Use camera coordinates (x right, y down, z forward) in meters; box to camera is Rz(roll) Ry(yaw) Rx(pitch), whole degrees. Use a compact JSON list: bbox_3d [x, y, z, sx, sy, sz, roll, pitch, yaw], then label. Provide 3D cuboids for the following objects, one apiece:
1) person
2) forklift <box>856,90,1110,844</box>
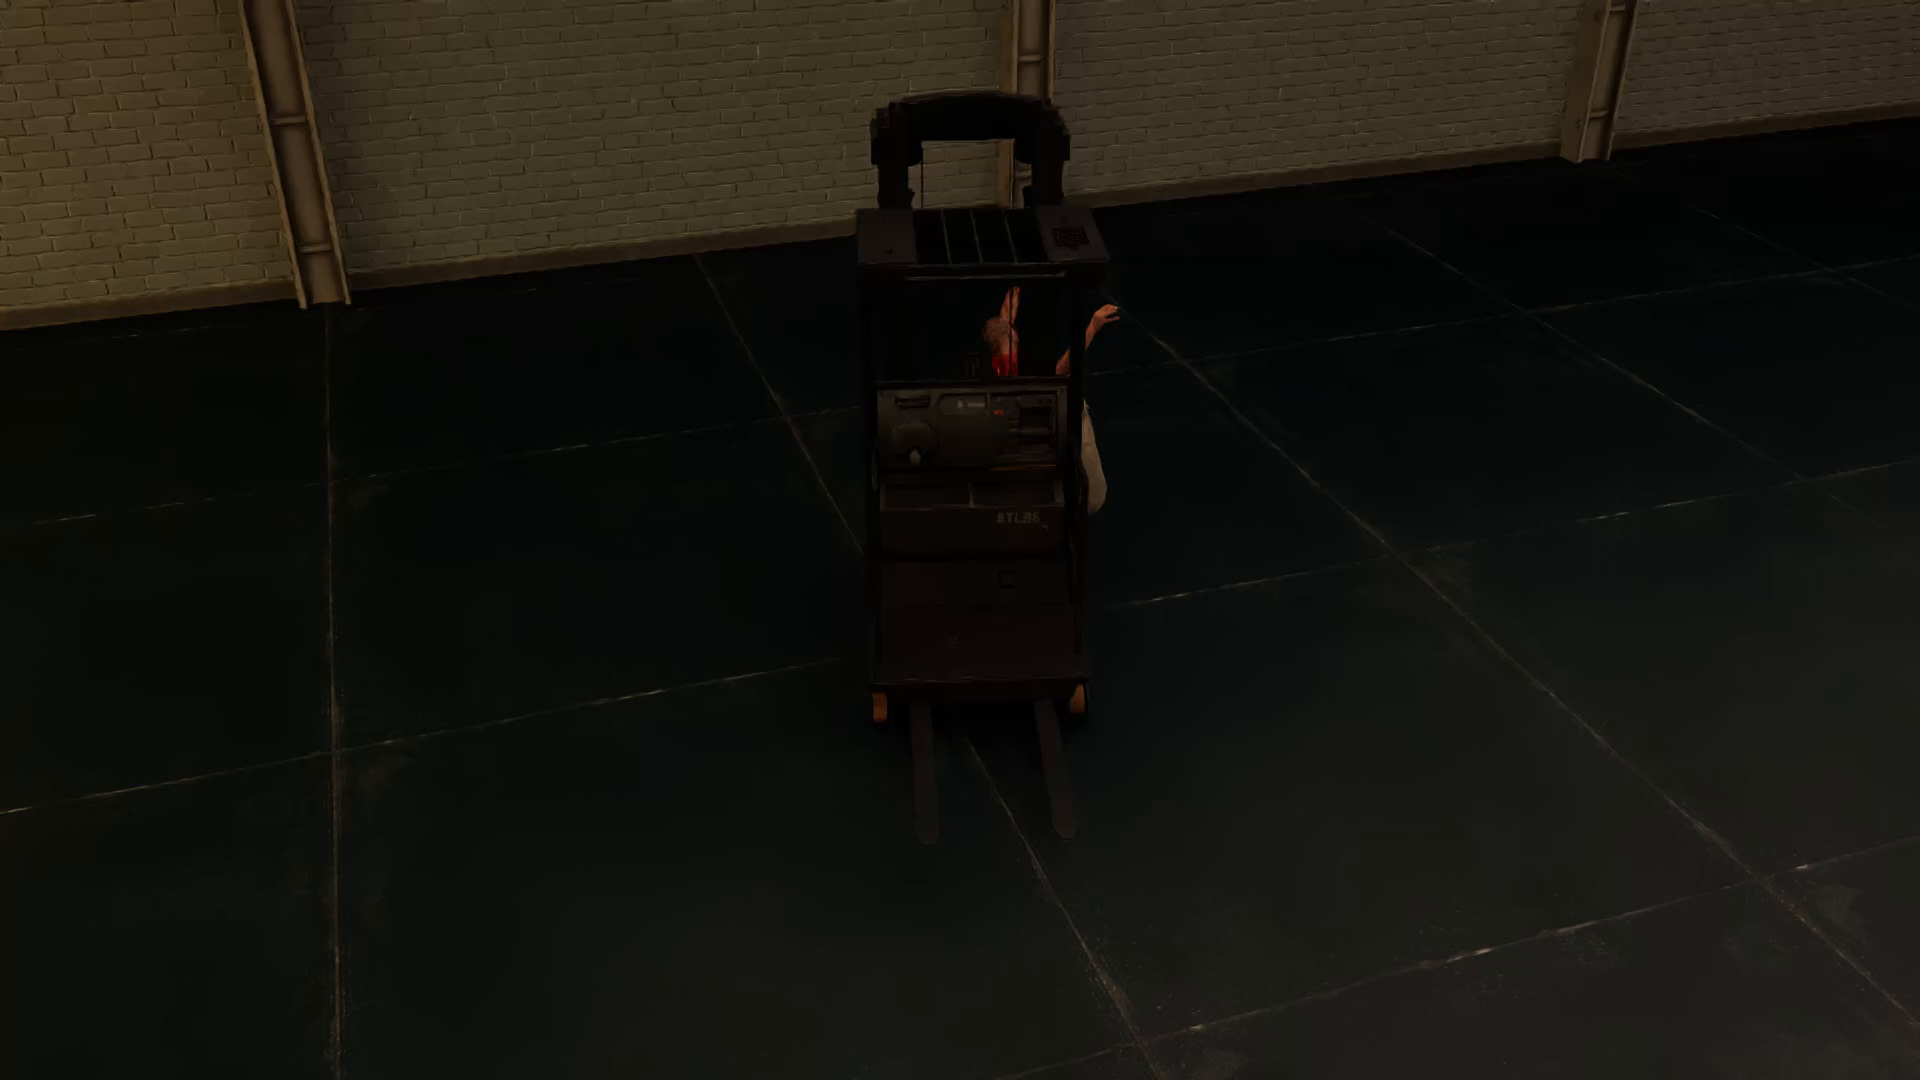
[{"bbox_3d":[0.488,-0.758,9.753,0.760,1.642,0.980,-7,31,-11],"label":"person"},{"bbox_3d":[0.076,-0.515,7.982,1.130,2.935,3.031,-2,30,-3],"label":"forklift"}]
